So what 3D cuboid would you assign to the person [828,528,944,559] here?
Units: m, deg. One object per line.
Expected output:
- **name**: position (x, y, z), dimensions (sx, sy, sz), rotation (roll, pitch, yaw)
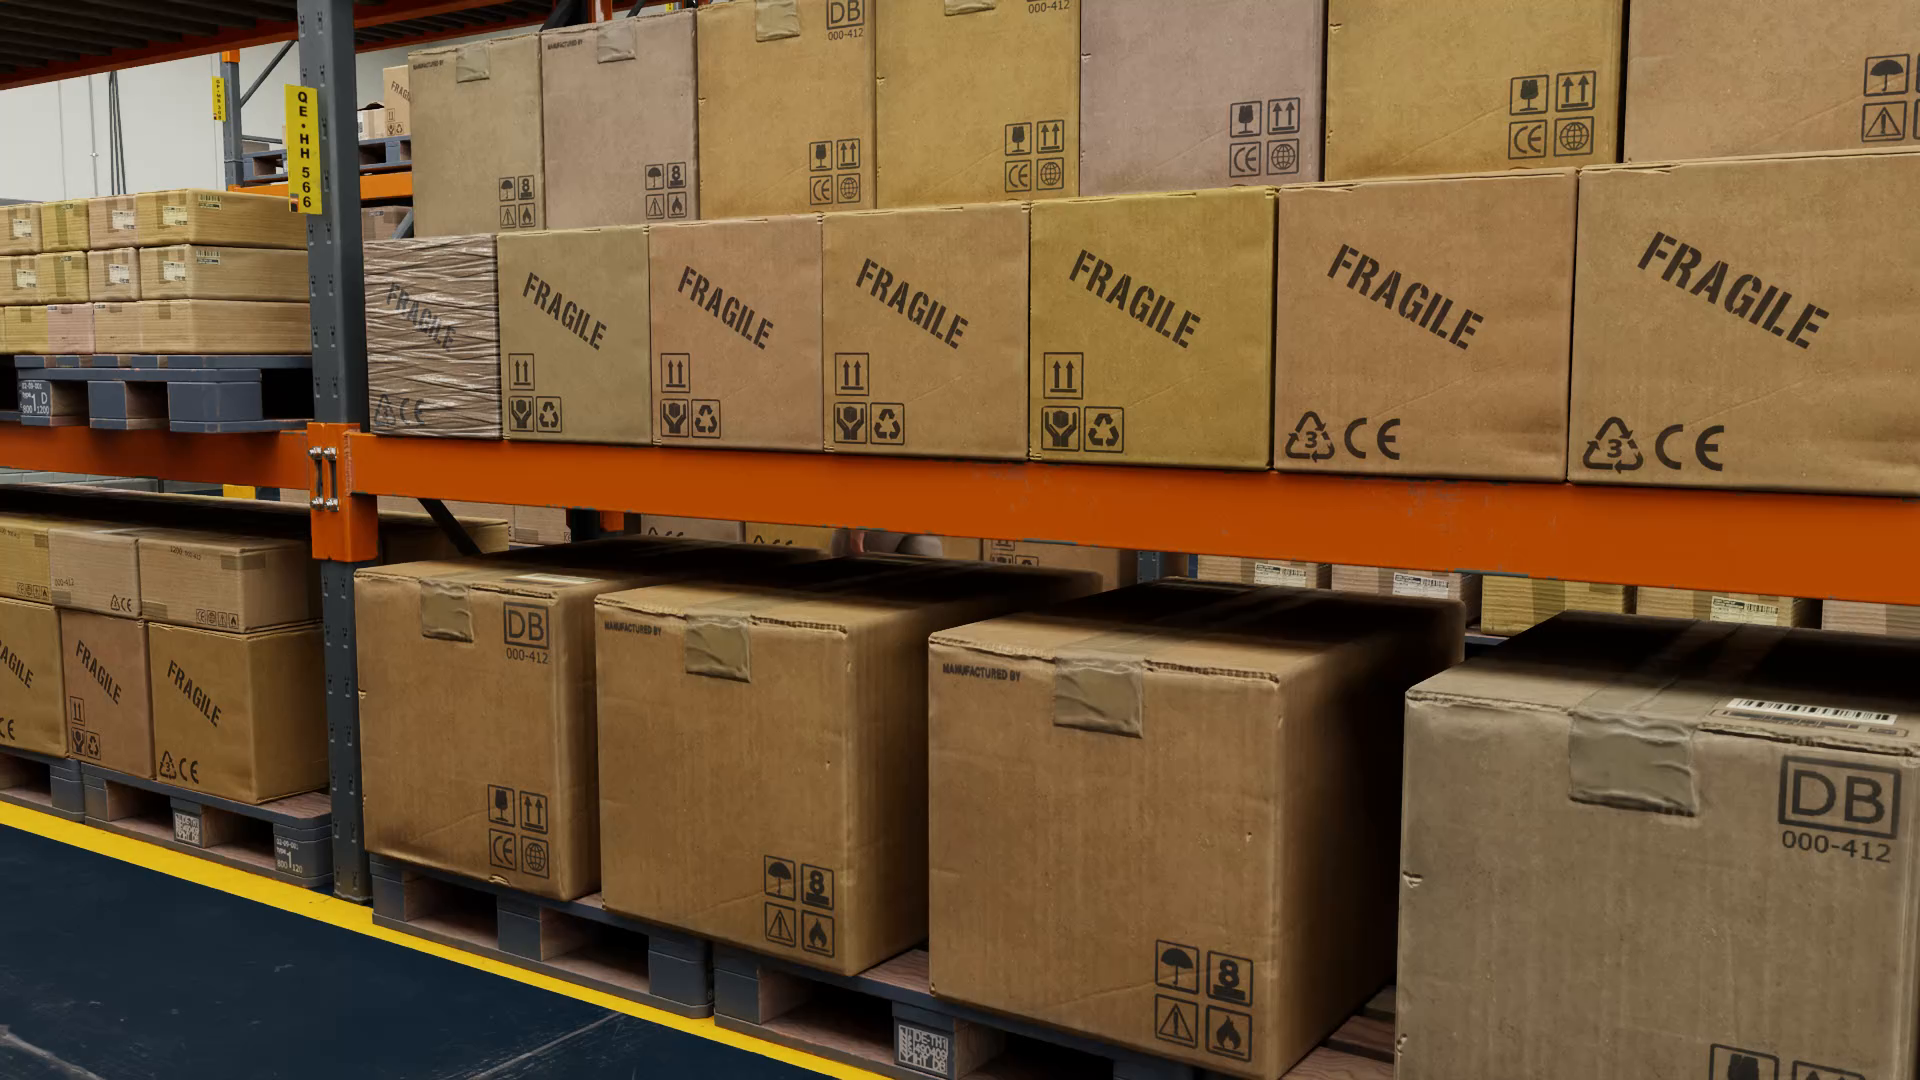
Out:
- **person**: position (-0.331, -0.111, 6.825), dimensions (0.570, 1.654, 1.037), rotation (-5, 8, -39)
